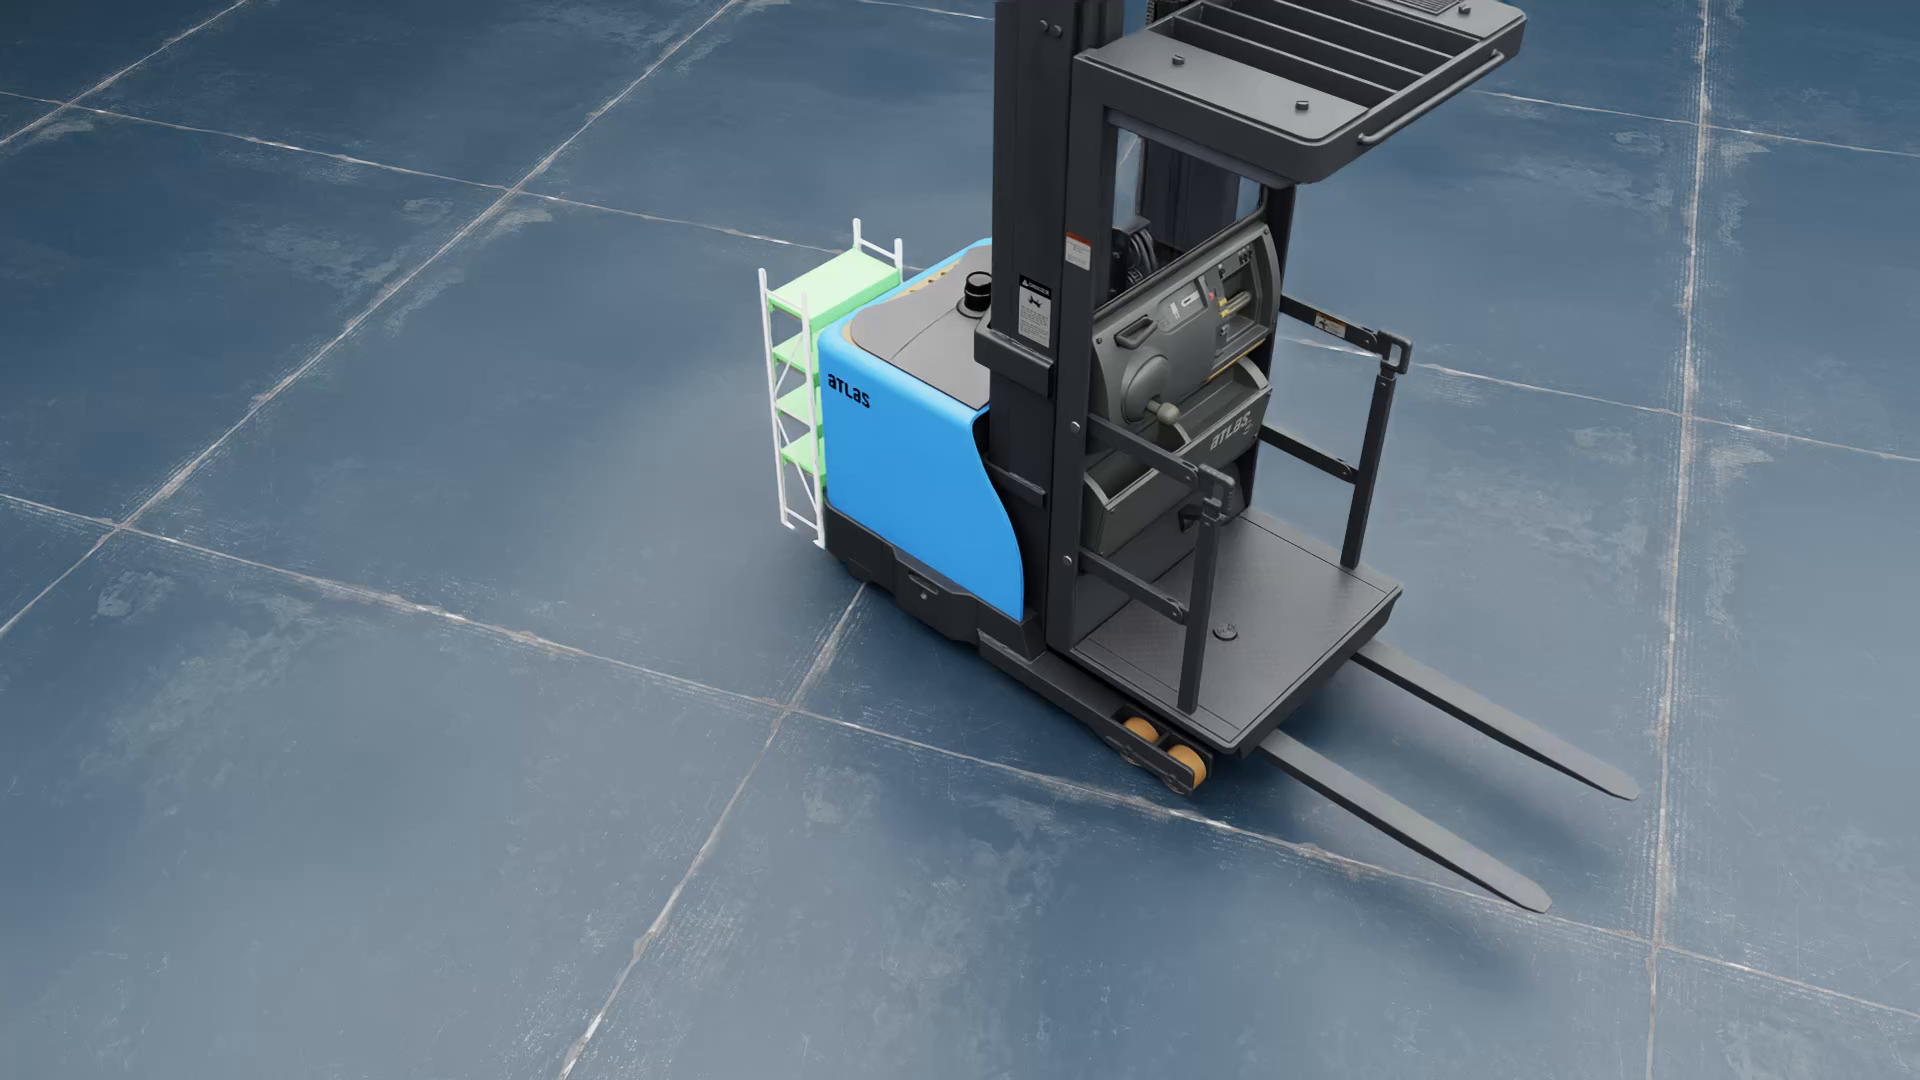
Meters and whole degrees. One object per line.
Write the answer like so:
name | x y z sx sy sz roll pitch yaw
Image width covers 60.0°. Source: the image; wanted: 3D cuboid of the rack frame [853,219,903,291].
rack frame | -0.312 -0.713 6.662 0.240 1.200 0.015 30 49 31

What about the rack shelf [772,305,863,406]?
rack shelf | -0.476 -0.730 6.410 0.258 0.148 0.480 30 49 31

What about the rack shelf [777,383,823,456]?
rack shelf | -0.476 -0.547 6.565 0.258 0.148 0.480 30 49 31

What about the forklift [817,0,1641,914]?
forklift | 0.894 -0.630 5.231 3.031 2.935 1.130 31 49 31

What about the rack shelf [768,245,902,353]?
rack shelf | -0.476 -0.912 6.254 0.258 0.148 0.480 30 49 31

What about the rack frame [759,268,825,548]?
rack frame | -0.639 -0.478 6.386 0.240 1.200 0.015 30 49 31

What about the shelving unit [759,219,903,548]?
shelving unit | -0.476 -0.596 6.524 0.258 1.200 0.503 30 49 31

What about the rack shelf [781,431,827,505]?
rack shelf | -0.476 -0.365 6.721 0.258 0.148 0.480 30 49 31
